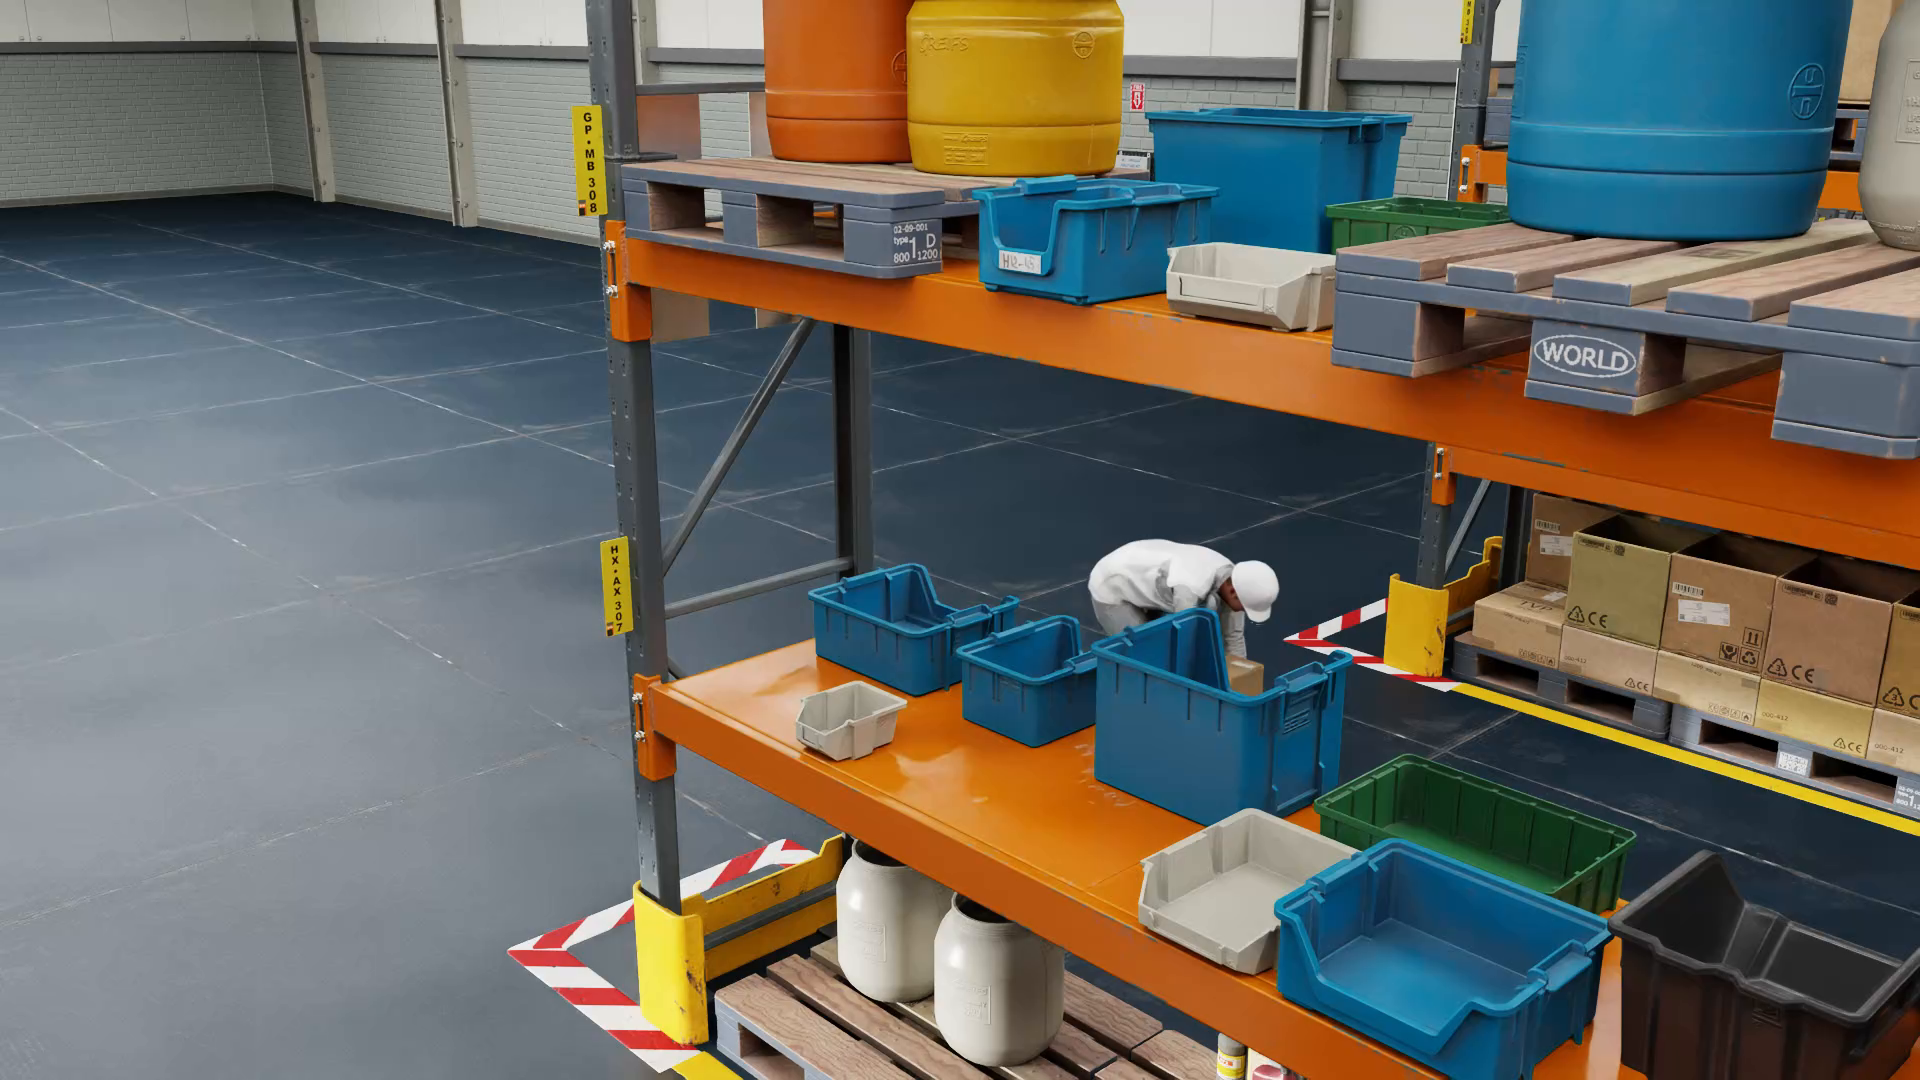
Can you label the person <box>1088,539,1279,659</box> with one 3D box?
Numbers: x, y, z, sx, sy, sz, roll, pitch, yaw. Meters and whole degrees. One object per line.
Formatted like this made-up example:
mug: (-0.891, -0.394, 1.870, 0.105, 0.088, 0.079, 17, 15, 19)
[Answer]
person: (1.088, 0.515, 8.104, 0.997, 1.025, 0.513, 16, 23, 41)
